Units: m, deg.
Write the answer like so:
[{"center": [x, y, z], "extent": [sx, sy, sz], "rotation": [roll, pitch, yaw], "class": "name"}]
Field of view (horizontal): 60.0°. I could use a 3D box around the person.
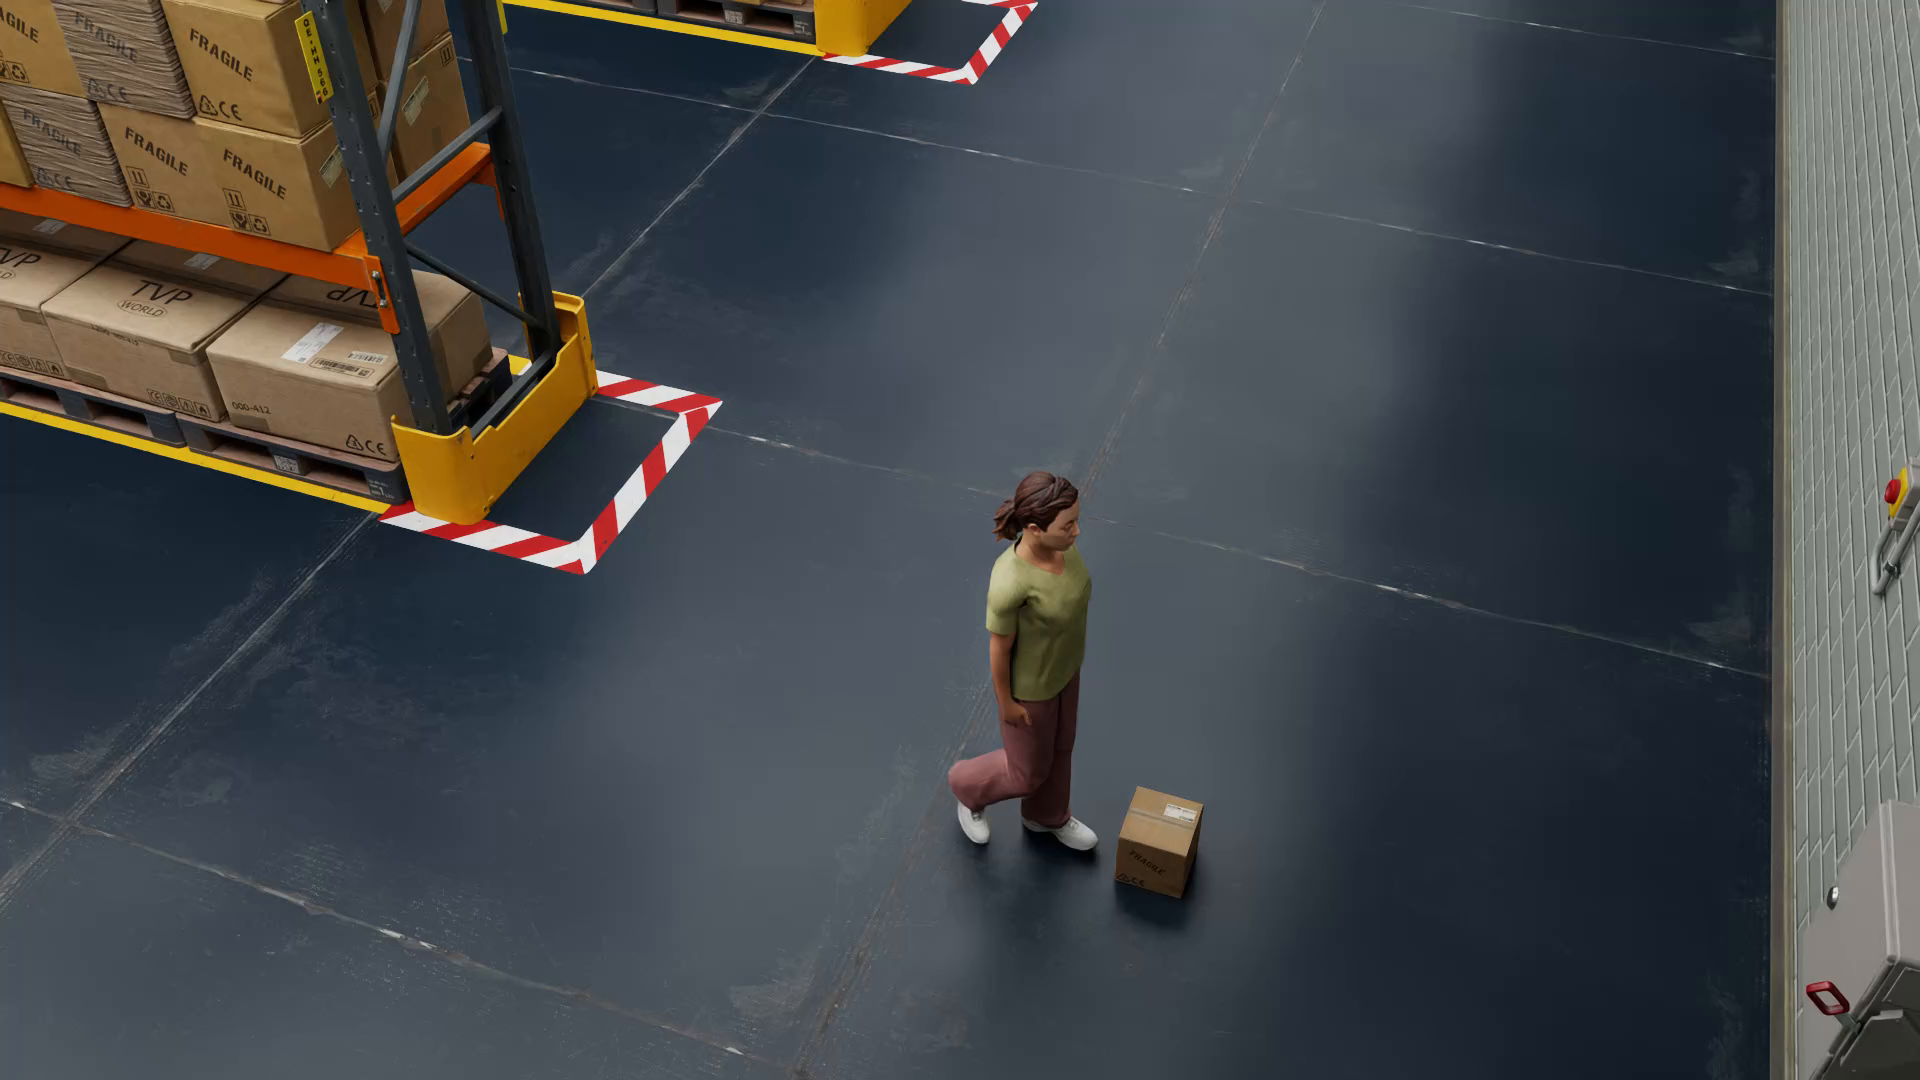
[{"center": [0.239, 0.438, 5.663], "extent": [0.584, 1.654, 0.455], "rotation": [24, 47, 24], "class": "person"}]
